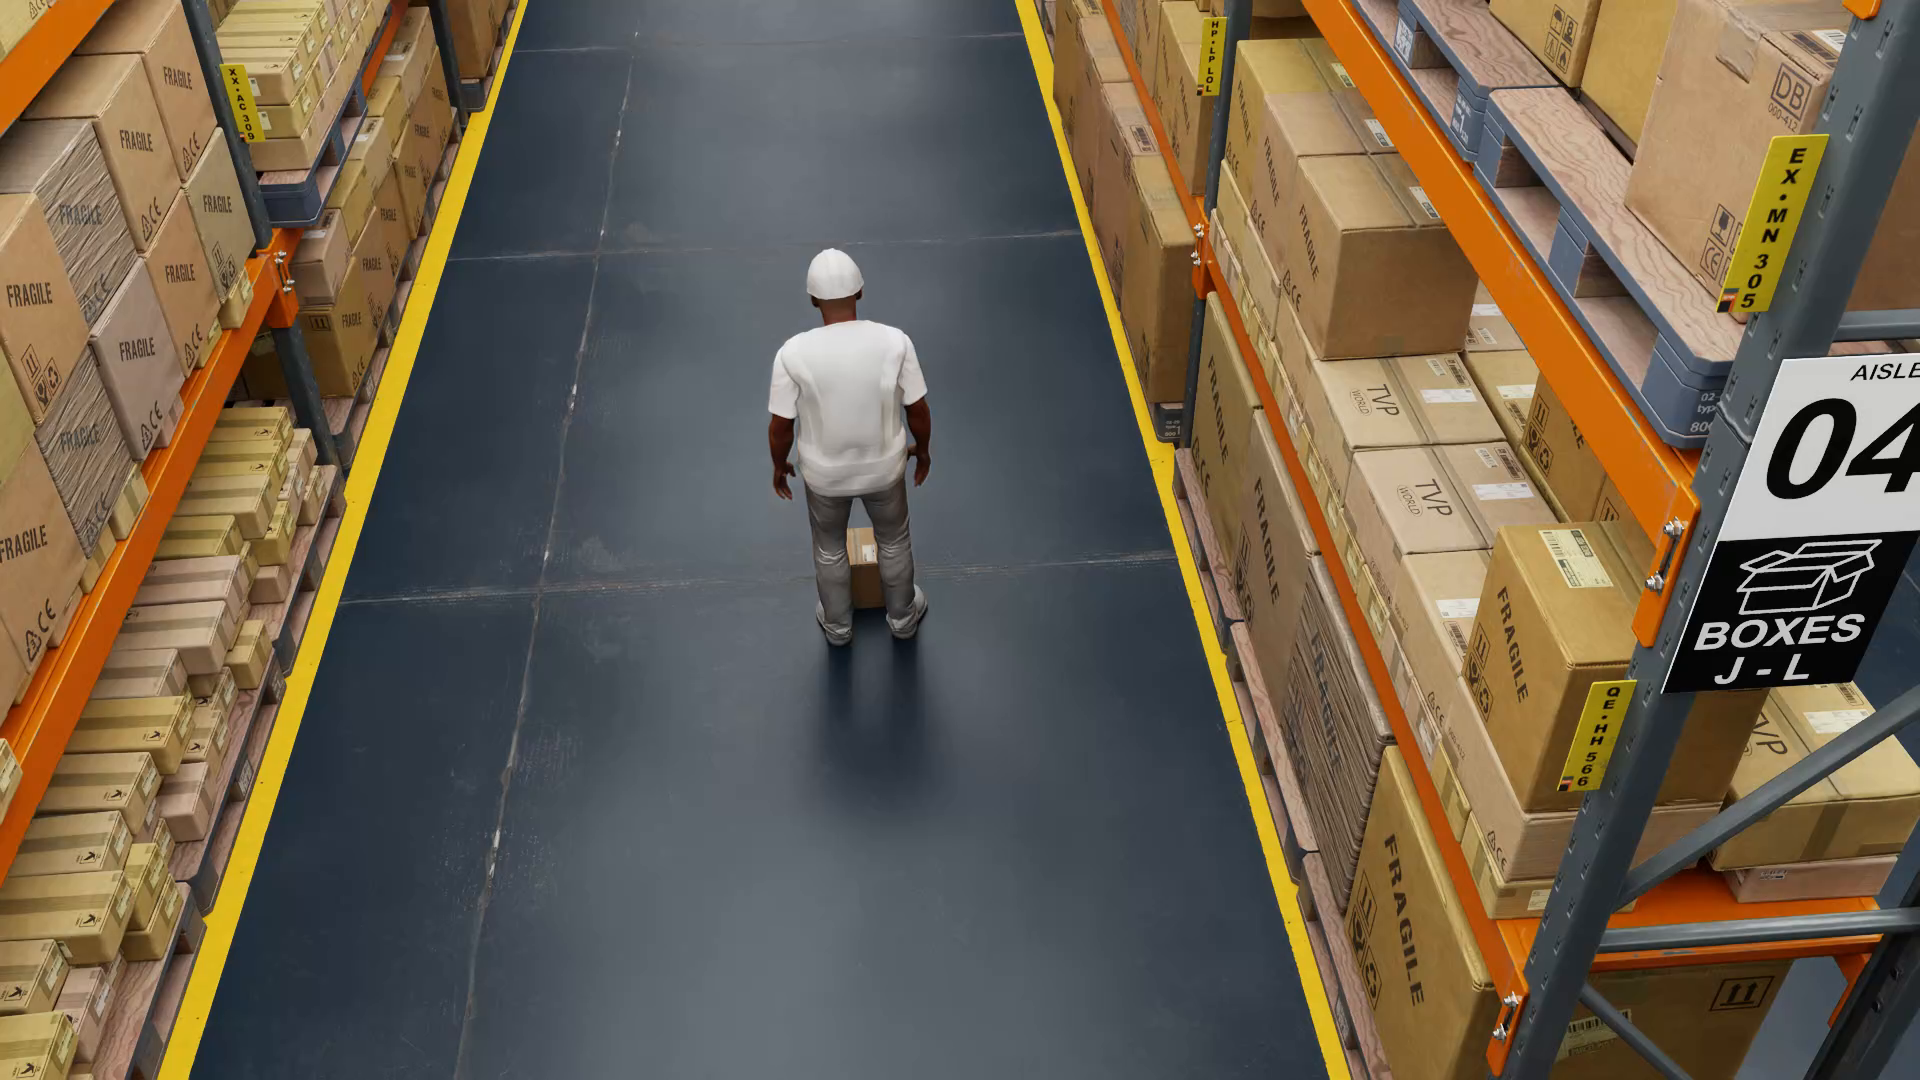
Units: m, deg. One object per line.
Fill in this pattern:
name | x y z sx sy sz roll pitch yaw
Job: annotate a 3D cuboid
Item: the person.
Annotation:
person | -0.427 -0.322 6.540 0.634 1.759 0.461 -5 39 -7
